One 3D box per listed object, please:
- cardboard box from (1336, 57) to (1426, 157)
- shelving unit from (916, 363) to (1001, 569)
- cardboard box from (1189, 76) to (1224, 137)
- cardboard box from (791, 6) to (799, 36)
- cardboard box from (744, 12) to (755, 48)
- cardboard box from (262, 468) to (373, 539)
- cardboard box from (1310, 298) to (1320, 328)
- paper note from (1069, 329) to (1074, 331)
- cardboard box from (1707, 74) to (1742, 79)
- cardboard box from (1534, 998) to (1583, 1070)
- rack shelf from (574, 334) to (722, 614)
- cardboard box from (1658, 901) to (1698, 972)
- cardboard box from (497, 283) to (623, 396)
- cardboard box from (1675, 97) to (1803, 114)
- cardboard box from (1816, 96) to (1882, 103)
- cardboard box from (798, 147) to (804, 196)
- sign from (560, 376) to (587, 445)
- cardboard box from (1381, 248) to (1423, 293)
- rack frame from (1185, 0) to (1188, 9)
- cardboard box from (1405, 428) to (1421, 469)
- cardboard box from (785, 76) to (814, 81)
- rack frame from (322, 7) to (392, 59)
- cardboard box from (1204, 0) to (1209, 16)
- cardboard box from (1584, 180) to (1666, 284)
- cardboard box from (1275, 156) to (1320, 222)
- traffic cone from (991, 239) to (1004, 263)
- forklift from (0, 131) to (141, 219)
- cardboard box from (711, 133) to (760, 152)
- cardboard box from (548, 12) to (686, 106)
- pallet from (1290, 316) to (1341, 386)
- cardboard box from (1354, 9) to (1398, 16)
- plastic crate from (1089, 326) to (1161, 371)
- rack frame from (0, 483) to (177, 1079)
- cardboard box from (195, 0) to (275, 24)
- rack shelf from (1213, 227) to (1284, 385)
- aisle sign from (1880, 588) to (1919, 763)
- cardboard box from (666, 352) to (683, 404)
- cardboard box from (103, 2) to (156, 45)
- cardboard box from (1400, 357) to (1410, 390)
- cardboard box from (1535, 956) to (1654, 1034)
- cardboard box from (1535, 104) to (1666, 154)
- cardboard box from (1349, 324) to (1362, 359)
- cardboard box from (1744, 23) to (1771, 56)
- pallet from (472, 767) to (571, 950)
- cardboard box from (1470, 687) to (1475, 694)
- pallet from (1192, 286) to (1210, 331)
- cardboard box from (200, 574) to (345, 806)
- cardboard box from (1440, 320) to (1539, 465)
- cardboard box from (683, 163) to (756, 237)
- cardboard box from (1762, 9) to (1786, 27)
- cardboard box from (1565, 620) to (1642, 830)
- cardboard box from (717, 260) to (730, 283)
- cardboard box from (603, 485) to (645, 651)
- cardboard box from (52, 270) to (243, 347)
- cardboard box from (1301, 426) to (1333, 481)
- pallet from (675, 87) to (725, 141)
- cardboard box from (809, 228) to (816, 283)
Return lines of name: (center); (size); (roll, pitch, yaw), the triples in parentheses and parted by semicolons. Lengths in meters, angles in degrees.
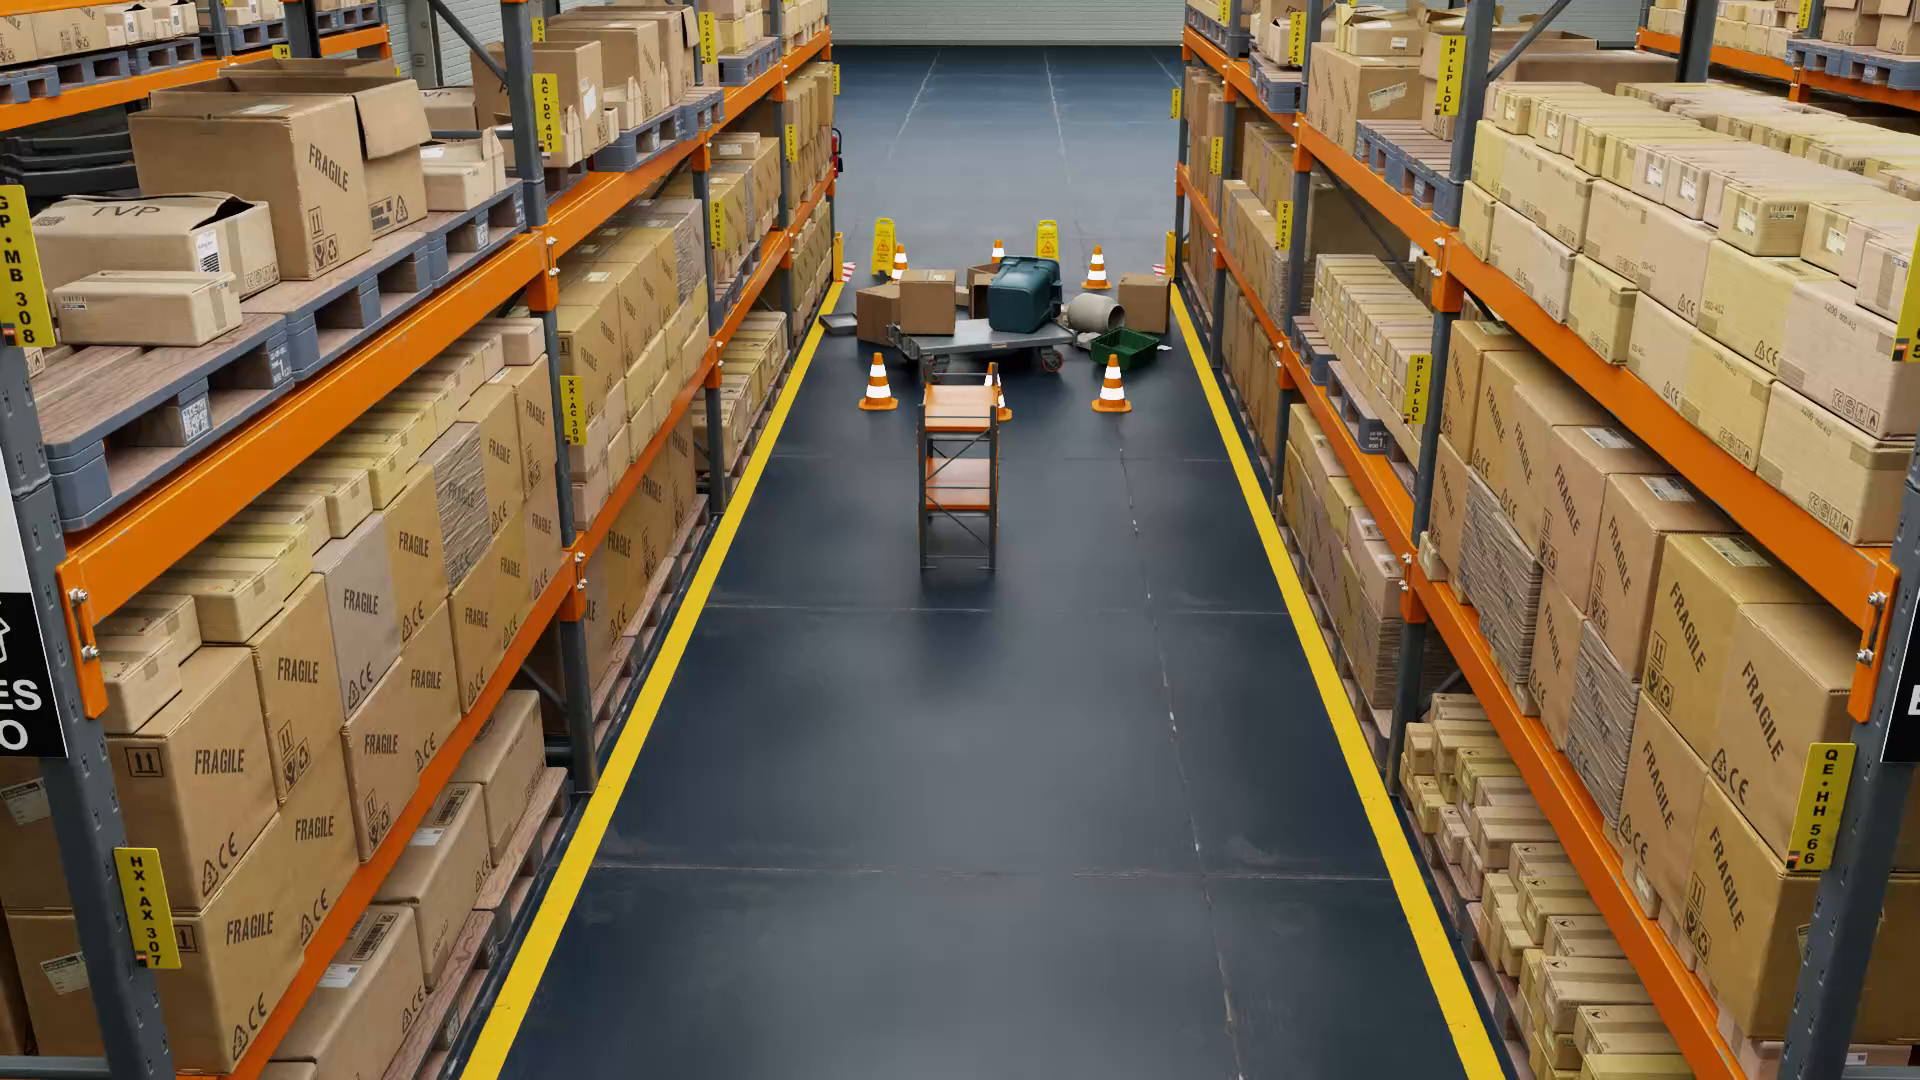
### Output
cardboard box: (2.450, -2.464, 9.448); (0.500, 0.500, 0.500); (1, 21, 2)
shelving unit: (0.000, -0.522, 11.319); (0.538, 1.125, 1.048); (1, 21, 2)
cardboard box: (2.868, -4.516, 17.320); (0.875, 0.550, 0.550); (1, 21, 2)
cardboard box: (-1.784, -4.858, 15.553); (0.500, 0.250, 0.500); (0, 21, 1)
cardboard box: (-1.971, -4.177, 13.628); (0.500, 0.250, 0.500); (1, 21, 2)
cardboard box: (-2.101, -0.119, 5.272); (0.380, 0.149, 0.250); (1, 21, 2)
cardboard box: (2.537, -1.504, 11.024); (0.380, 0.149, 0.250); (0, 21, 1)
paper note: (1.086, -2.154, 17.049); (0.172, 0.023, 0.155); (8, 23, 20)
cardboard box: (7.625, -4.480, 16.997); (0.500, 0.500, 0.500); (1, 21, 2)
cardboard box: (2.256, 1.733, 5.864); (0.380, 0.149, 0.250); (1, 21, 2)
rack shelf: (-2.260, -0.544, 9.778); (1.077, 0.370, 4.000); (1, 21, 2)
cardboard box: (2.274, 1.124, 4.833); (0.380, 0.149, 0.250); (0, 21, 1)
cardboard box: (-2.032, -1.009, 8.462); (0.500, 0.500, 0.500); (1, 21, 1)
cardboard box: (2.931, -1.585, 6.286); (0.380, 0.149, 0.250); (1, 21, 2)
cardboard box: (8.096, -3.751, 15.118); (0.500, 0.500, 0.500); (1, 21, 2)
cardboard box: (-1.793, -3.572, 16.038); (0.500, 0.500, 0.500); (1, 21, 1)
sign: (-1.766, -0.591, 7.599); (0.100, 0.325, 0.005); (1, 21, 2)
cardboard box: (3.035, -1.790, 11.858); (0.500, 0.500, 0.500); (1, 21, 2)
rack frame: (2.995, -7.274, 17.835); (1.000, 3.000, 0.127); (1, 21, 2)
cardboard box: (2.452, -0.457, 8.326); (0.380, 0.149, 0.250); (1, 21, 2)
cardboard box: (-1.842, -4.412, 16.821); (0.700, 0.500, 0.500); (1, 21, 1)
rack frame: (-6.917, -4.548, 19.104); (1.000, 3.000, 0.127); (1, 21, 2)
cardboard box: (2.611, -5.241, 16.373); (0.380, 0.149, 0.250); (1, 21, 1)
cardboard box: (2.328, -0.975, 5.265); (0.500, 0.250, 0.500); (0, 21, -1)
cardboard box: (2.803, -2.628, 12.634); (0.700, 0.500, 0.500); (0, 21, 1)
traffic cone: (0.441, -3.253, 19.274); (0.336, 0.463, 0.334); (1, 21, 2)
forklift: (-5.201, -1.010, 10.079); (3.031, 2.935, 1.130); (19, 28, 39)
cardboard box: (-1.873, -3.313, 13.895); (0.380, 0.149, 0.250); (0, 21, 0)
cardboard box: (-2.039, -2.883, 9.947); (0.700, 0.500, 0.500); (0, 21, -1)
pallet: (2.837, -1.236, 10.833); (1.213, 0.211, 1.003); (1, 21, 2)
cardboard box: (3.025, -3.810, 12.459); (0.500, 0.311, 0.500); (0, 21, 1)
plastic crate: (1.569, -1.824, 15.891); (0.450, 0.188, 0.662); (23, 29, 25)
rack frame: (-2.442, 1.290, 4.057); (1.000, 3.000, 0.127); (1, 21, 2)
cardboard box: (-6.770, -4.999, 15.524); (0.500, 0.311, 0.500); (1, 21, 3)
rack shelf: (2.813, -1.972, 13.460); (1.077, 0.370, 4.000); (1, 21, 2)
aisle sign: (2.206, 0.119, 3.481); (0.394, 0.787, 0.004); (1, 21, 2)
cardboard box: (-1.986, -0.980, 10.115); (0.500, 0.250, 0.500); (0, 21, 1)
cardboard box: (-6.841, -4.159, 13.359); (0.500, 0.311, 0.500); (0, 21, 0)
cardboard box: (2.464, -0.832, 8.471); (0.380, 0.149, 0.250); (0, 21, 0)
cardboard box: (2.241, 1.594, 5.812); (0.380, 0.149, 0.250); (1, 21, 4)
cardboard box: (2.333, -1.500, 6.067); (0.380, 0.149, 0.250); (0, 21, 0)
cardboard box: (2.499, -1.164, 9.737); (0.380, 0.149, 0.250); (0, 21, 1)
cardboard box: (7.607, -4.625, 15.362); (0.500, 0.250, 0.500); (1, 21, 3)
pallet: (-2.422, 1.418, 7.583); (1.003, 0.211, 1.213); (1, 21, 2)
cardboard box: (2.918, 0.567, 8.796); (0.500, 0.500, 0.500); (1, 21, 4)
pallet: (3.009, -2.447, 17.544); (1.003, 0.211, 1.213); (1, 21, 2)
cardboard box: (-2.134, 0.420, 4.779); (0.500, 0.500, 0.500); (0, 21, 0)
cardboard box: (2.373, -0.629, 7.072); (0.500, 0.500, 0.500); (1, 21, 3)
cardboard box: (-1.913, -2.705, 13.224); (0.500, 0.500, 0.500); (0, 21, 0)
cardboard box: (7.570, -4.762, 15.164); (0.380, 0.149, 0.250); (0, 21, -1)
cardboard box: (2.292, 0.588, 5.318); (0.500, 0.500, 0.500); (1, 21, 2)
cardboard box: (-1.907, -1.997, 12.295); (0.380, 0.149, 0.250); (-1, 21, -2)
cardboard box: (-2.362, 0.087, 9.515); (0.875, 0.875, 0.875); (1, 21, 3)
cardboard box: (-2.179, -0.624, 4.473); (0.380, 0.149, 0.250); (1, 21, 4)
cardboard box: (2.474, -0.534, 10.598); (0.500, 0.250, 0.500); (0, 21, 1)
pallet: (-2.165, -2.679, 10.402); (1.213, 0.211, 1.003); (2, 21, 4)
cardboard box: (-1.767, -2.904, 17.050); (0.500, 0.500, 0.500); (2, 21, 4)
